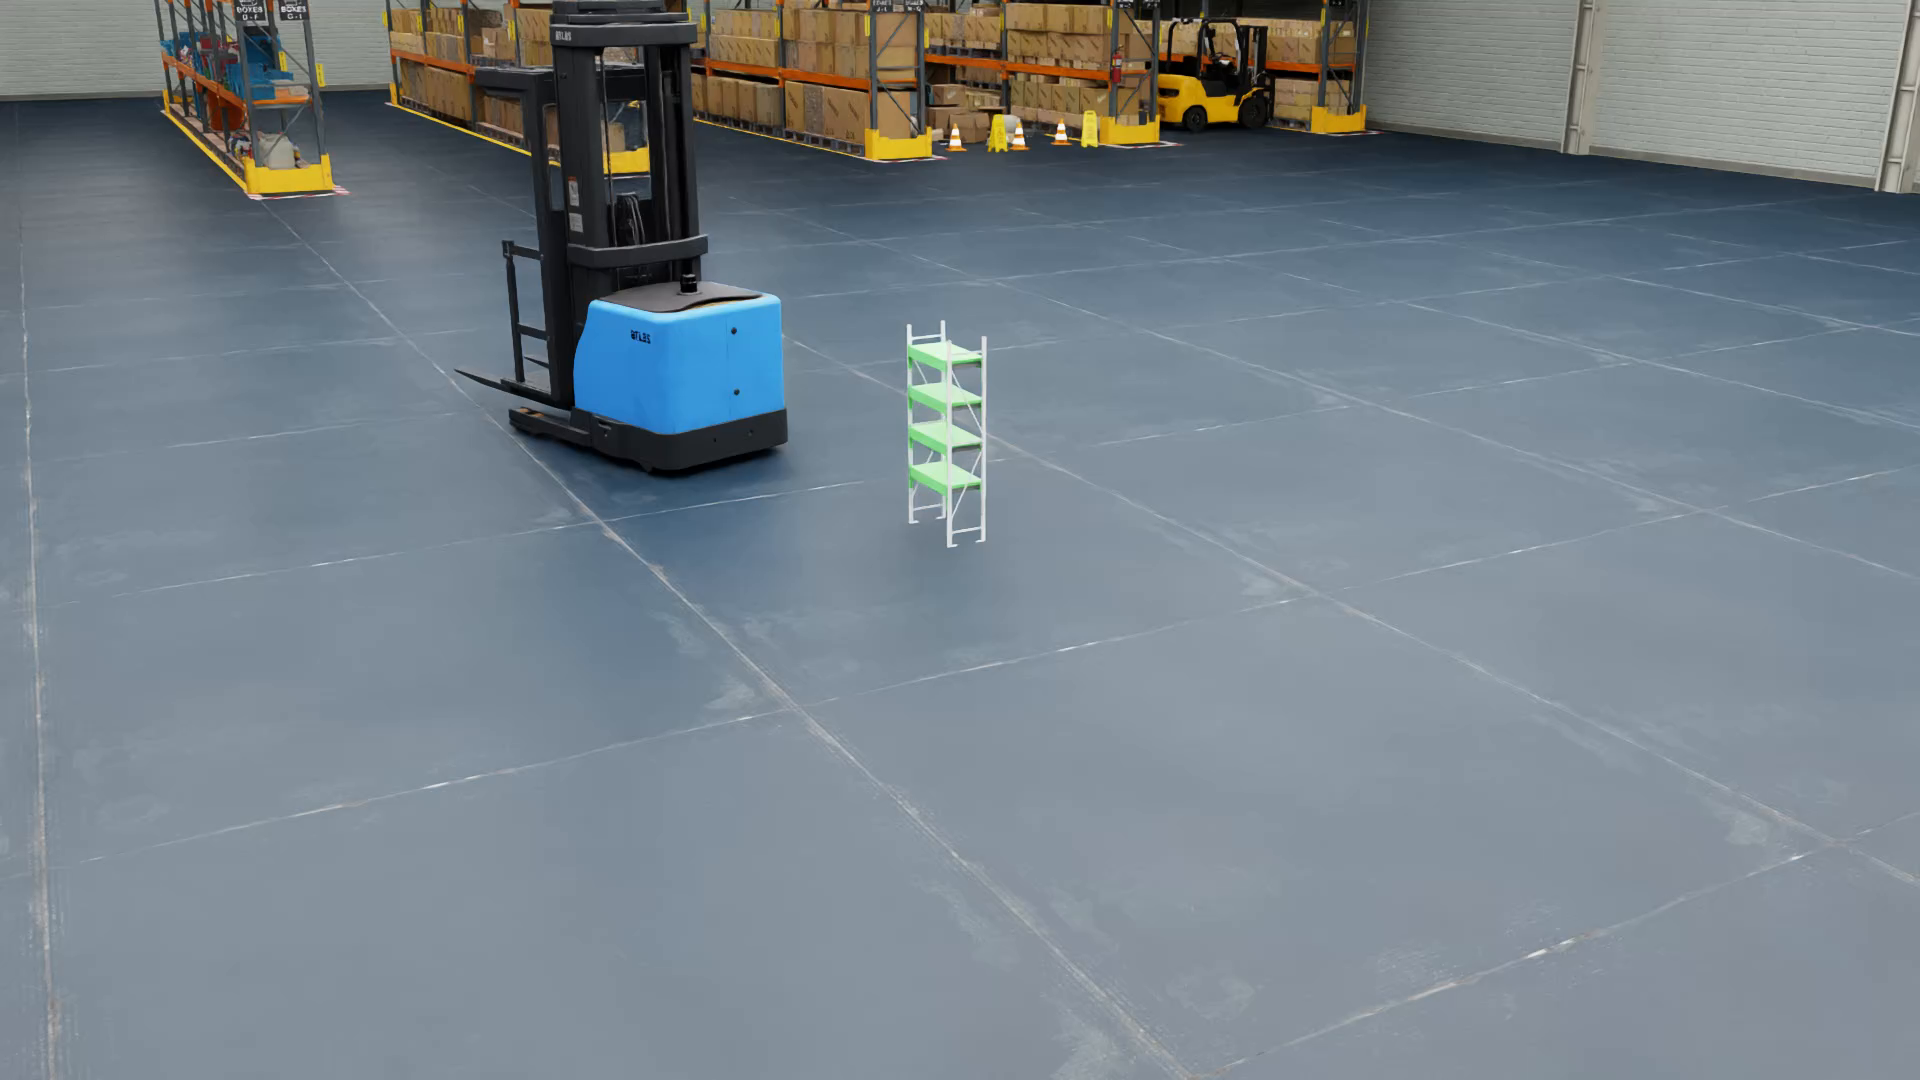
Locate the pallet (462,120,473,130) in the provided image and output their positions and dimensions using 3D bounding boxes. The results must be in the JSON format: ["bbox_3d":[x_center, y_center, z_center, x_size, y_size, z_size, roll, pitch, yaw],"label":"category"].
[{"bbox_3d":[-9.597,-8.571,34.147,1.003,0.211,1.213,-10,21,-27],"label":"pallet"}]

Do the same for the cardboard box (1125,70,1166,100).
[{"bbox_3d":[4.400,-10.665,38.936,0.875,0.625,0.625,-9,21,-25],"label":"cardboard box"}]

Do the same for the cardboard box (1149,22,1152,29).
[{"bbox_3d":[4.514,-11.652,37.652,0.380,0.149,0.250,-11,22,-28],"label":"cardboard box"}]

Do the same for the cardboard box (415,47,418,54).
[{"bbox_3d":[-11.866,-10.865,36.905,0.380,0.149,0.250,-10,22,-28],"label":"cardboard box"}]

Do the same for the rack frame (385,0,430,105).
[{"bbox_3d":[-13.088,-11.948,39.658,1.000,3.000,0.127,-10,21,-27],"label":"rack frame"}]

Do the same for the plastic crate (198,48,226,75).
[{"bbox_3d":[-13.150,-8.403,29.287,0.402,0.464,0.583,-10,21,-27],"label":"plastic crate"}]

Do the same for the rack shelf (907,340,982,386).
[{"bbox_3d":[-0.079,-1.008,9.438,0.258,0.148,0.480,-10,21,-27],"label":"rack shelf"}]

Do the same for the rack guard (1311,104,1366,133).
[{"bbox_3d":[7.609,-8.471,33.414,1.175,0.500,0.348,-10,21,-27],"label":"rack guard"}]

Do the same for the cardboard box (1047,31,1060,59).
[{"bbox_3d":[2.039,-9.628,32.325,0.500,0.500,0.500,-10,21,-26],"label":"cardboard box"}]

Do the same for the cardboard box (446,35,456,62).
[{"bbox_3d":[-10.222,-10.094,34.133,0.500,0.500,0.500,-11,22,-28],"label":"cardboard box"}]

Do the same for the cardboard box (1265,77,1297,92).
[{"bbox_3d":[6.609,-9.404,34.324,0.500,0.250,0.500,-10,21,-26],"label":"cardboard box"}]

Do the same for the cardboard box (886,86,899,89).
[{"bbox_3d":[-1.242,-10.848,39.085,0.875,0.875,0.875,-10,21,-26],"label":"cardboard box"}]

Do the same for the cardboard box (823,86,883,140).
[{"bbox_3d":[-1.877,-7.725,30.033,0.875,0.875,0.875,-10,22,-28],"label":"cardboard box"}]

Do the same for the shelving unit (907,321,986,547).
[{"bbox_3d":[-0.079,-0.615,9.573,0.258,1.200,0.503,-10,21,-27],"label":"shelving unit"}]

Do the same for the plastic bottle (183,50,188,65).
[{"bbox_3d":[-15.223,-9.516,32.800,0.152,0.276,0.135,-10,21,-27],"label":"plastic bottle"}]

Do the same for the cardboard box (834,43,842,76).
[{"bbox_3d":[-1.729,-8.599,29.723,0.875,0.550,0.550,-10,21,-27],"label":"cardboard box"}]

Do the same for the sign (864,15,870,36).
[{"bbox_3d":[-1.561,-8.673,28.030,0.100,0.325,0.005,-10,21,-27],"label":"sign"}]

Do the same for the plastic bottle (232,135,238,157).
[{"bbox_3d":[-11.641,-6.341,26.797,0.144,0.351,0.185,-11,22,-29],"label":"plastic bottle"}]

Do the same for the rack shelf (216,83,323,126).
[{"bbox_3d":[-10.799,-6.822,25.905,1.077,0.370,4.000,-10,21,-27],"label":"rack shelf"}]

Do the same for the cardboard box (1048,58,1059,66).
[{"bbox_3d":[1.943,-9.342,32.492,0.380,0.149,0.250,-10,21,-27],"label":"cardboard box"}]

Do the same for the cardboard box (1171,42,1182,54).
[{"bbox_3d":[4.985,-10.985,37.096,0.500,0.250,0.500,-10,21,-27],"label":"cardboard box"}]

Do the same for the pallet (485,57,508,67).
[{"bbox_3d":[-8.313,-8.999,31.405,1.003,0.211,1.213,-10,21,-27],"label":"pallet"}]

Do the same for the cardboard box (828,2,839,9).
[{"bbox_3d":[-2.934,-12.947,40.868,0.500,0.500,0.500,-10,21,-27],"label":"cardboard box"}]

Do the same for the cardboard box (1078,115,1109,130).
[{"bbox_3d":[2.599,-7.986,31.747,0.500,0.250,0.500,-10,21,-27],"label":"cardboard box"}]

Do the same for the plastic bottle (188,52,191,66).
[{"bbox_3d":[-14.758,-9.207,31.894,0.061,0.283,0.133,-10,21,-27],"label":"plastic bottle"}]

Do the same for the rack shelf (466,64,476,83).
[{"bbox_3d":[-8.339,-8.737,31.456,1.077,0.370,4.000,-10,21,-27],"label":"rack shelf"}]

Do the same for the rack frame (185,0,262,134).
[{"bbox_3d":[-13.648,-8.884,30.779,1.000,3.000,0.127,-10,21,-27],"label":"rack frame"}]

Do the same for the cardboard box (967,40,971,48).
[{"bbox_3d":[0.373,-10.518,35.255,0.380,0.149,0.250,-10,21,-27],"label":"cardboard box"}]

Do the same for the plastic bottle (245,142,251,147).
[{"bbox_3d":[-11.320,-6.214,26.543,0.152,0.276,0.135,-10,21,-27],"label":"plastic bottle"}]

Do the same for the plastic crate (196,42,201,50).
[{"bbox_3d":[-16.110,-10.472,35.469,0.437,0.282,0.530,-10,21,-27],"label":"plastic crate"}]

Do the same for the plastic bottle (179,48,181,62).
[{"bbox_3d":[-15.749,-9.806,33.629,0.061,0.283,0.133,-10,21,-27],"label":"plastic bottle"}]

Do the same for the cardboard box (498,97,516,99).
[{"bbox_3d":[-8.684,-8.694,32.235,0.500,0.250,0.500,-7,20,-21],"label":"cardboard box"}]

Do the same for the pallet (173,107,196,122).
[{"bbox_3d":[-16.514,-9.270,36.172,1.003,0.211,1.213,-10,21,-27],"label":"pallet"}]

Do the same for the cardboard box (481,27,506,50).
[{"bbox_3d":[-8.997,-9.748,32.486,0.500,0.500,0.500,-13,23,-33],"label":"cardboard box"}]

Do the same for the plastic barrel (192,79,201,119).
[{"bbox_3d":[-15.304,-9.080,33.920,0.600,0.901,0.708,-10,21,-27],"label":"plastic barrel"}]

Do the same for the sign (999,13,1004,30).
[{"bbox_3d":[0.845,-10.498,33.682,0.100,0.325,0.005,-10,21,-27],"label":"sign"}]

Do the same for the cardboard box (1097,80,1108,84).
[{"bbox_3d":[3.409,-11.061,40.276,0.500,0.500,0.500,-9,21,-25],"label":"cardboard box"}]

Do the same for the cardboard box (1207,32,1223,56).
[{"bbox_3d":[5.679,-10.687,35.852,0.500,0.500,0.500,-11,22,-28],"label":"cardboard box"}]

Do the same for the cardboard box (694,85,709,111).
[{"bbox_3d":[-5.419,-9.556,35.914,0.500,0.500,0.500,-10,21,-27],"label":"cardboard box"}]

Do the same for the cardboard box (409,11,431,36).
[{"bbox_3d":[-11.876,-11.459,36.865,0.500,0.500,0.500,-10,21,-26],"label":"cardboard box"}]

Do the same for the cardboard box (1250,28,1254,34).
[{"bbox_3d":[6.201,-10.658,34.771,0.380,0.149,0.250,-11,22,-28],"label":"cardboard box"}]

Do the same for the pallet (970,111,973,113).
[{"bbox_3d":[0.378,-9.294,36.241,1.003,0.211,1.213,-10,21,-27],"label":"pallet"}]

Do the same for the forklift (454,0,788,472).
[{"bbox_3d":[-2.576,-2.220,11.572,3.031,2.935,1.130,18,26,42],"label":"forklift"}]

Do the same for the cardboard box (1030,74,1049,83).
[{"bbox_3d":[1.627,-9.194,33.105,0.380,0.149,0.250,-9,21,-25],"label":"cardboard box"}]

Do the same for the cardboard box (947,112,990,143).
[{"bbox_3d":[0.169,-7.822,31.527,0.637,0.503,0.797,7,20,20],"label":"cardboard box"}]

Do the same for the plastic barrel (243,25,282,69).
[{"bbox_3d":[-11.665,-8.131,27.827,0.600,0.901,0.708,-10,21,-27],"label":"plastic barrel"}]

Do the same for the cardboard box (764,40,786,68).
[{"bbox_3d":[-3.460,-9.398,32.115,0.500,0.500,0.500,-10,21,-27],"label":"cardboard box"}]

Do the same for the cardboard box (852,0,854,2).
[{"bbox_3d":[-2.524,-13.363,41.078,0.380,0.149,0.250,-10,21,-26],"label":"cardboard box"}]

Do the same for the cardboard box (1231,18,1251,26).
[{"bbox_3d":[5.953,-10.942,35.140,0.380,0.149,0.250,-9,21,-25],"label":"cardboard box"}]

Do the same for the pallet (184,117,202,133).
[{"bbox_3d":[-15.218,-8.486,33.901,1.003,0.211,1.213,-10,21,-27],"label":"pallet"}]
